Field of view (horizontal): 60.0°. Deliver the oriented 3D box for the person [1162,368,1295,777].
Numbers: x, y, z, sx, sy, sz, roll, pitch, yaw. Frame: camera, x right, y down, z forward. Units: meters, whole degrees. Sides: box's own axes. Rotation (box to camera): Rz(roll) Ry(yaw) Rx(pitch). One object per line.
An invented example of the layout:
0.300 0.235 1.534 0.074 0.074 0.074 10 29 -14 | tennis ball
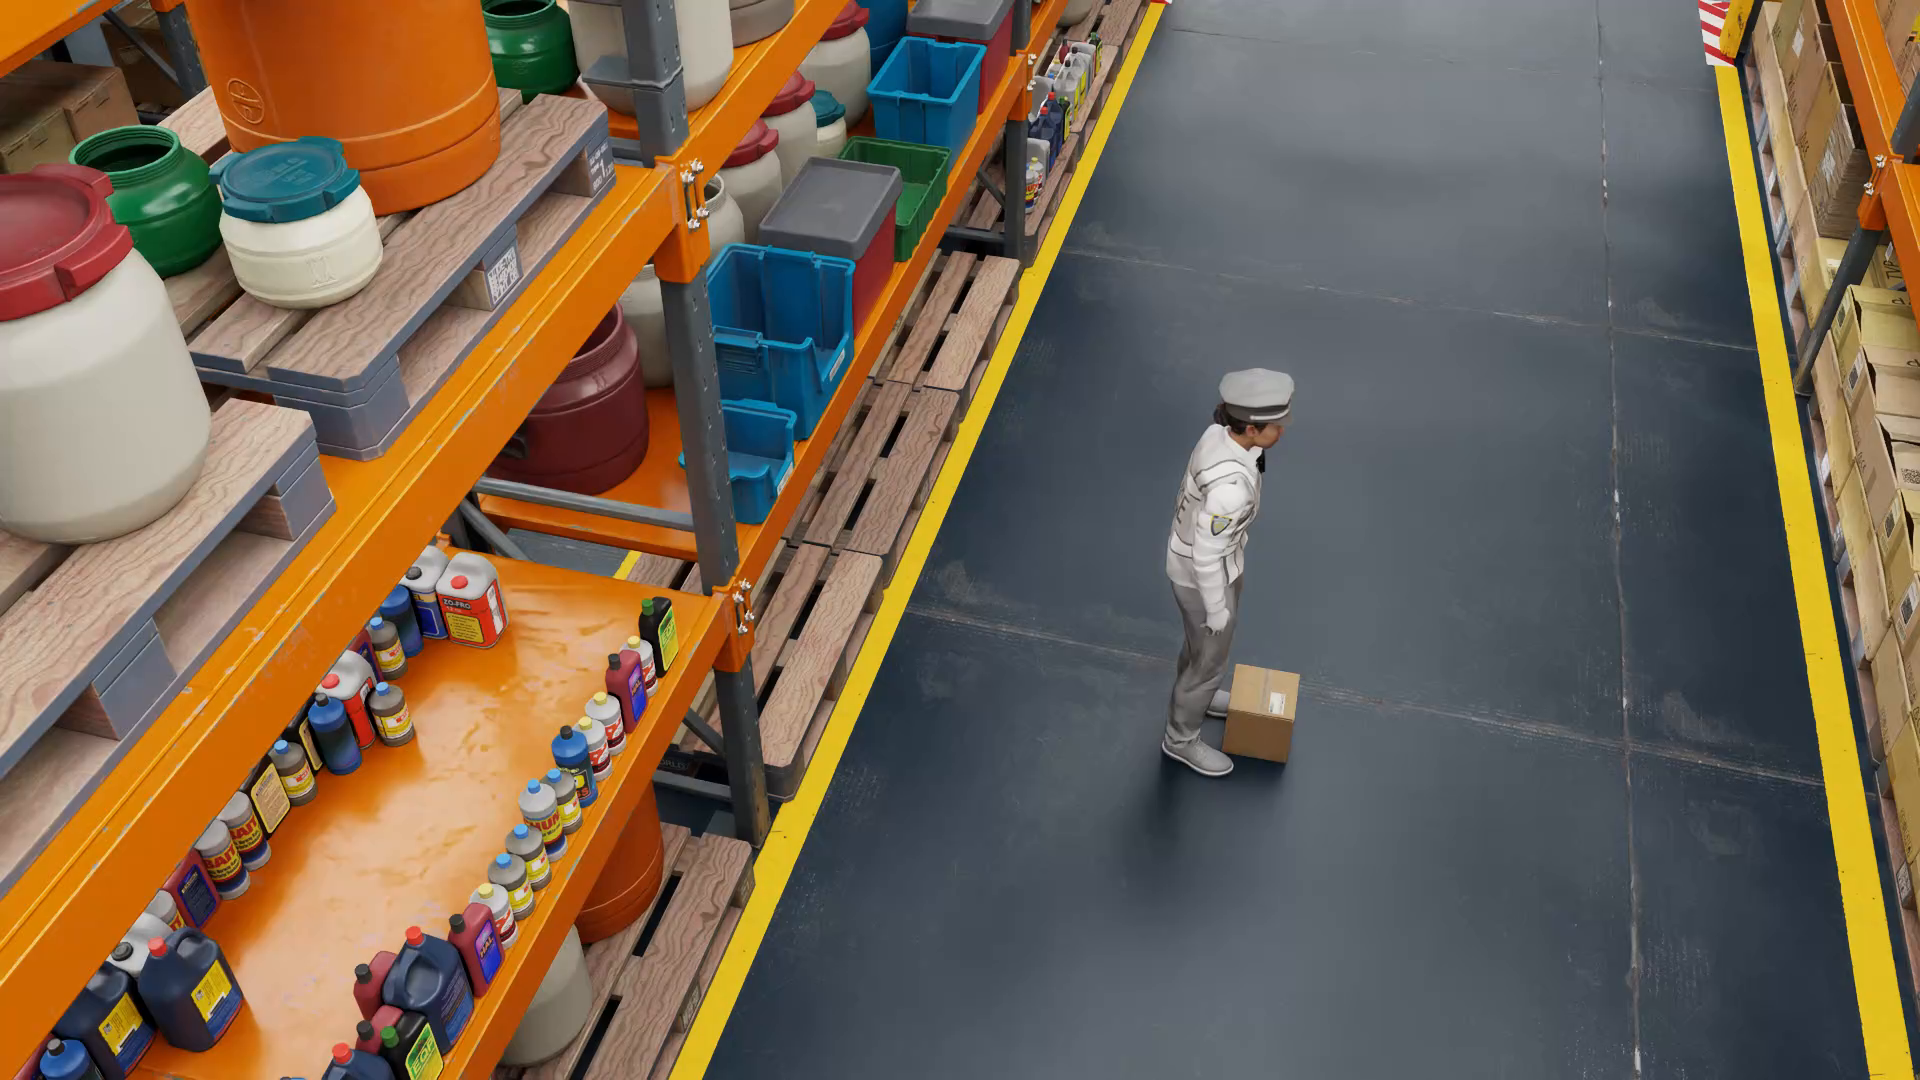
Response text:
0.932 0.105 6.037 0.375 1.662 0.528 8 42 9 | person
